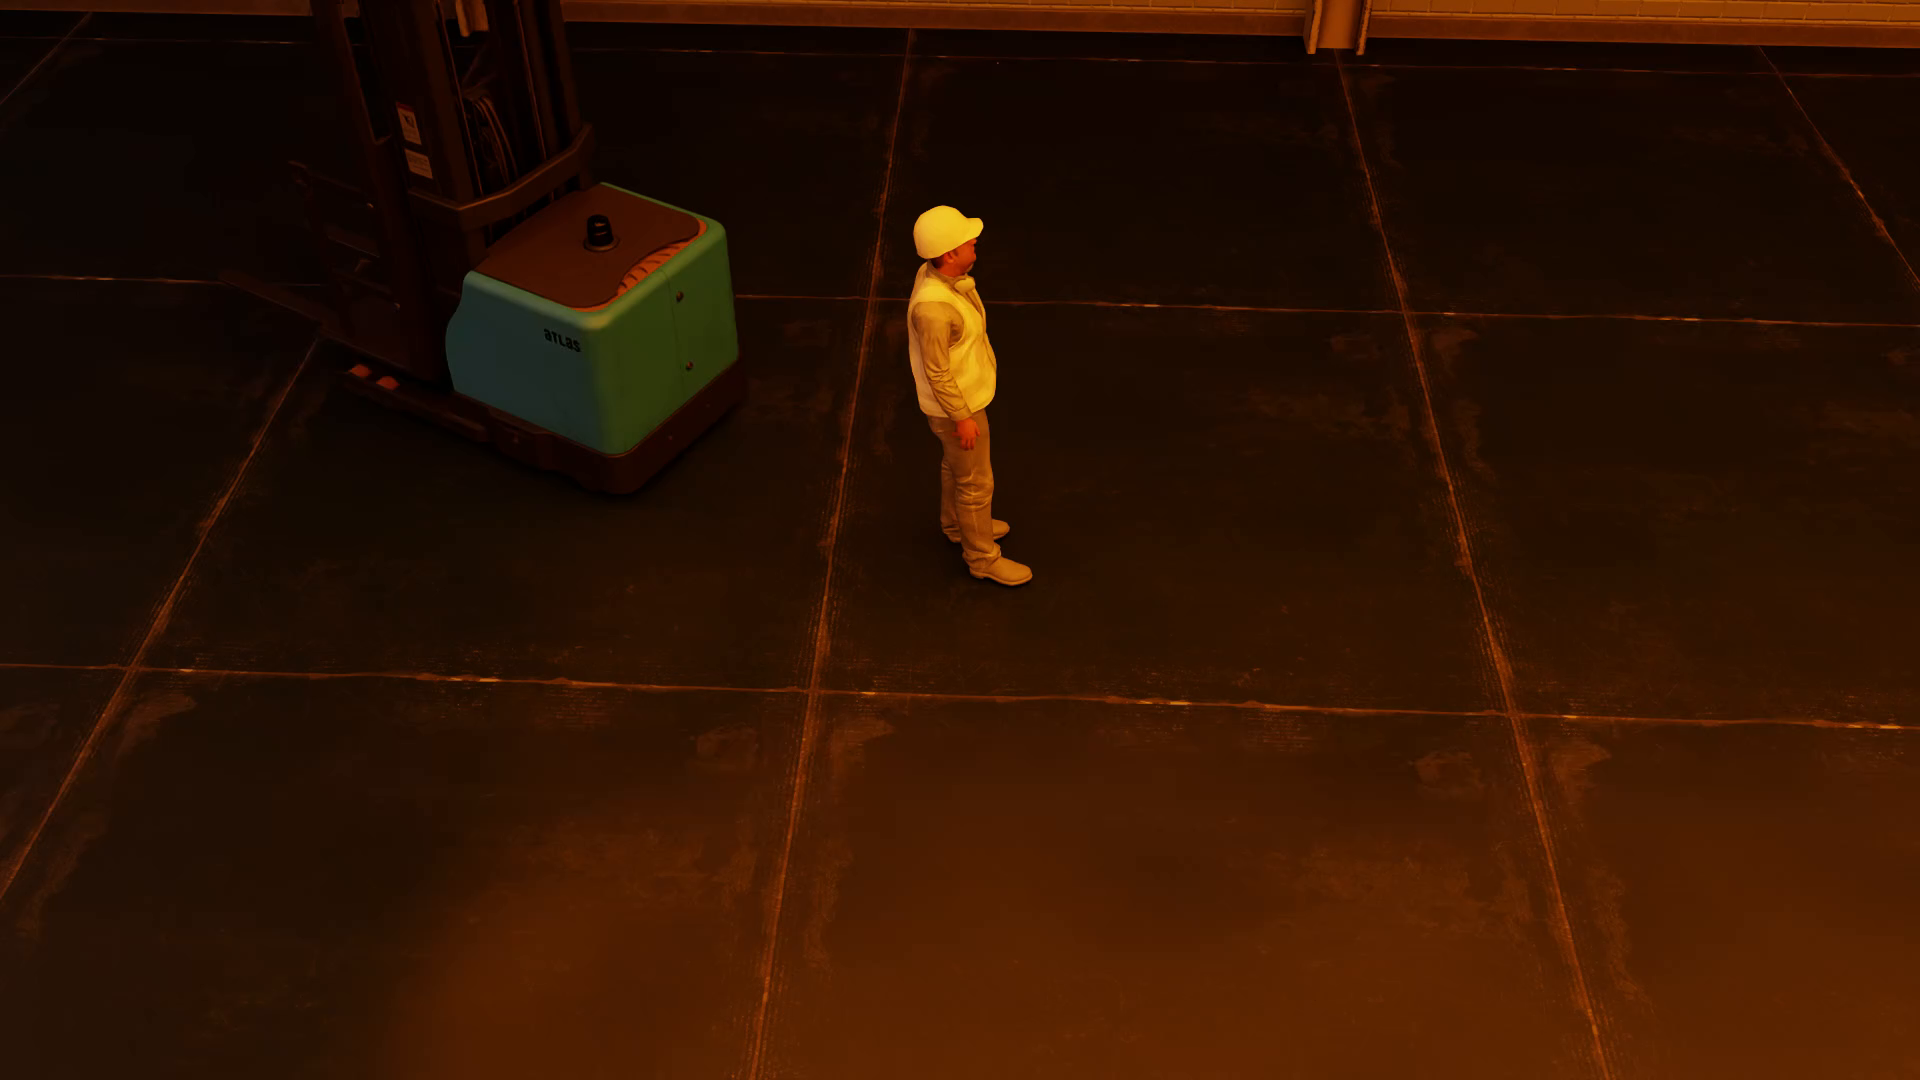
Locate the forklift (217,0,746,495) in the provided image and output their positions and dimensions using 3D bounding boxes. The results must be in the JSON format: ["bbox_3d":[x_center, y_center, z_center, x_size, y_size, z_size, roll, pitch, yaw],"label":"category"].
[{"bbox_3d":[-2.641,-2.049,7.987,3.031,2.935,1.130,22,47,22],"label":"forklift"}]

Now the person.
[{"bbox_3d":[0.063,-0.654,7.306,0.566,1.775,0.633,2,42,2],"label":"person"}]
